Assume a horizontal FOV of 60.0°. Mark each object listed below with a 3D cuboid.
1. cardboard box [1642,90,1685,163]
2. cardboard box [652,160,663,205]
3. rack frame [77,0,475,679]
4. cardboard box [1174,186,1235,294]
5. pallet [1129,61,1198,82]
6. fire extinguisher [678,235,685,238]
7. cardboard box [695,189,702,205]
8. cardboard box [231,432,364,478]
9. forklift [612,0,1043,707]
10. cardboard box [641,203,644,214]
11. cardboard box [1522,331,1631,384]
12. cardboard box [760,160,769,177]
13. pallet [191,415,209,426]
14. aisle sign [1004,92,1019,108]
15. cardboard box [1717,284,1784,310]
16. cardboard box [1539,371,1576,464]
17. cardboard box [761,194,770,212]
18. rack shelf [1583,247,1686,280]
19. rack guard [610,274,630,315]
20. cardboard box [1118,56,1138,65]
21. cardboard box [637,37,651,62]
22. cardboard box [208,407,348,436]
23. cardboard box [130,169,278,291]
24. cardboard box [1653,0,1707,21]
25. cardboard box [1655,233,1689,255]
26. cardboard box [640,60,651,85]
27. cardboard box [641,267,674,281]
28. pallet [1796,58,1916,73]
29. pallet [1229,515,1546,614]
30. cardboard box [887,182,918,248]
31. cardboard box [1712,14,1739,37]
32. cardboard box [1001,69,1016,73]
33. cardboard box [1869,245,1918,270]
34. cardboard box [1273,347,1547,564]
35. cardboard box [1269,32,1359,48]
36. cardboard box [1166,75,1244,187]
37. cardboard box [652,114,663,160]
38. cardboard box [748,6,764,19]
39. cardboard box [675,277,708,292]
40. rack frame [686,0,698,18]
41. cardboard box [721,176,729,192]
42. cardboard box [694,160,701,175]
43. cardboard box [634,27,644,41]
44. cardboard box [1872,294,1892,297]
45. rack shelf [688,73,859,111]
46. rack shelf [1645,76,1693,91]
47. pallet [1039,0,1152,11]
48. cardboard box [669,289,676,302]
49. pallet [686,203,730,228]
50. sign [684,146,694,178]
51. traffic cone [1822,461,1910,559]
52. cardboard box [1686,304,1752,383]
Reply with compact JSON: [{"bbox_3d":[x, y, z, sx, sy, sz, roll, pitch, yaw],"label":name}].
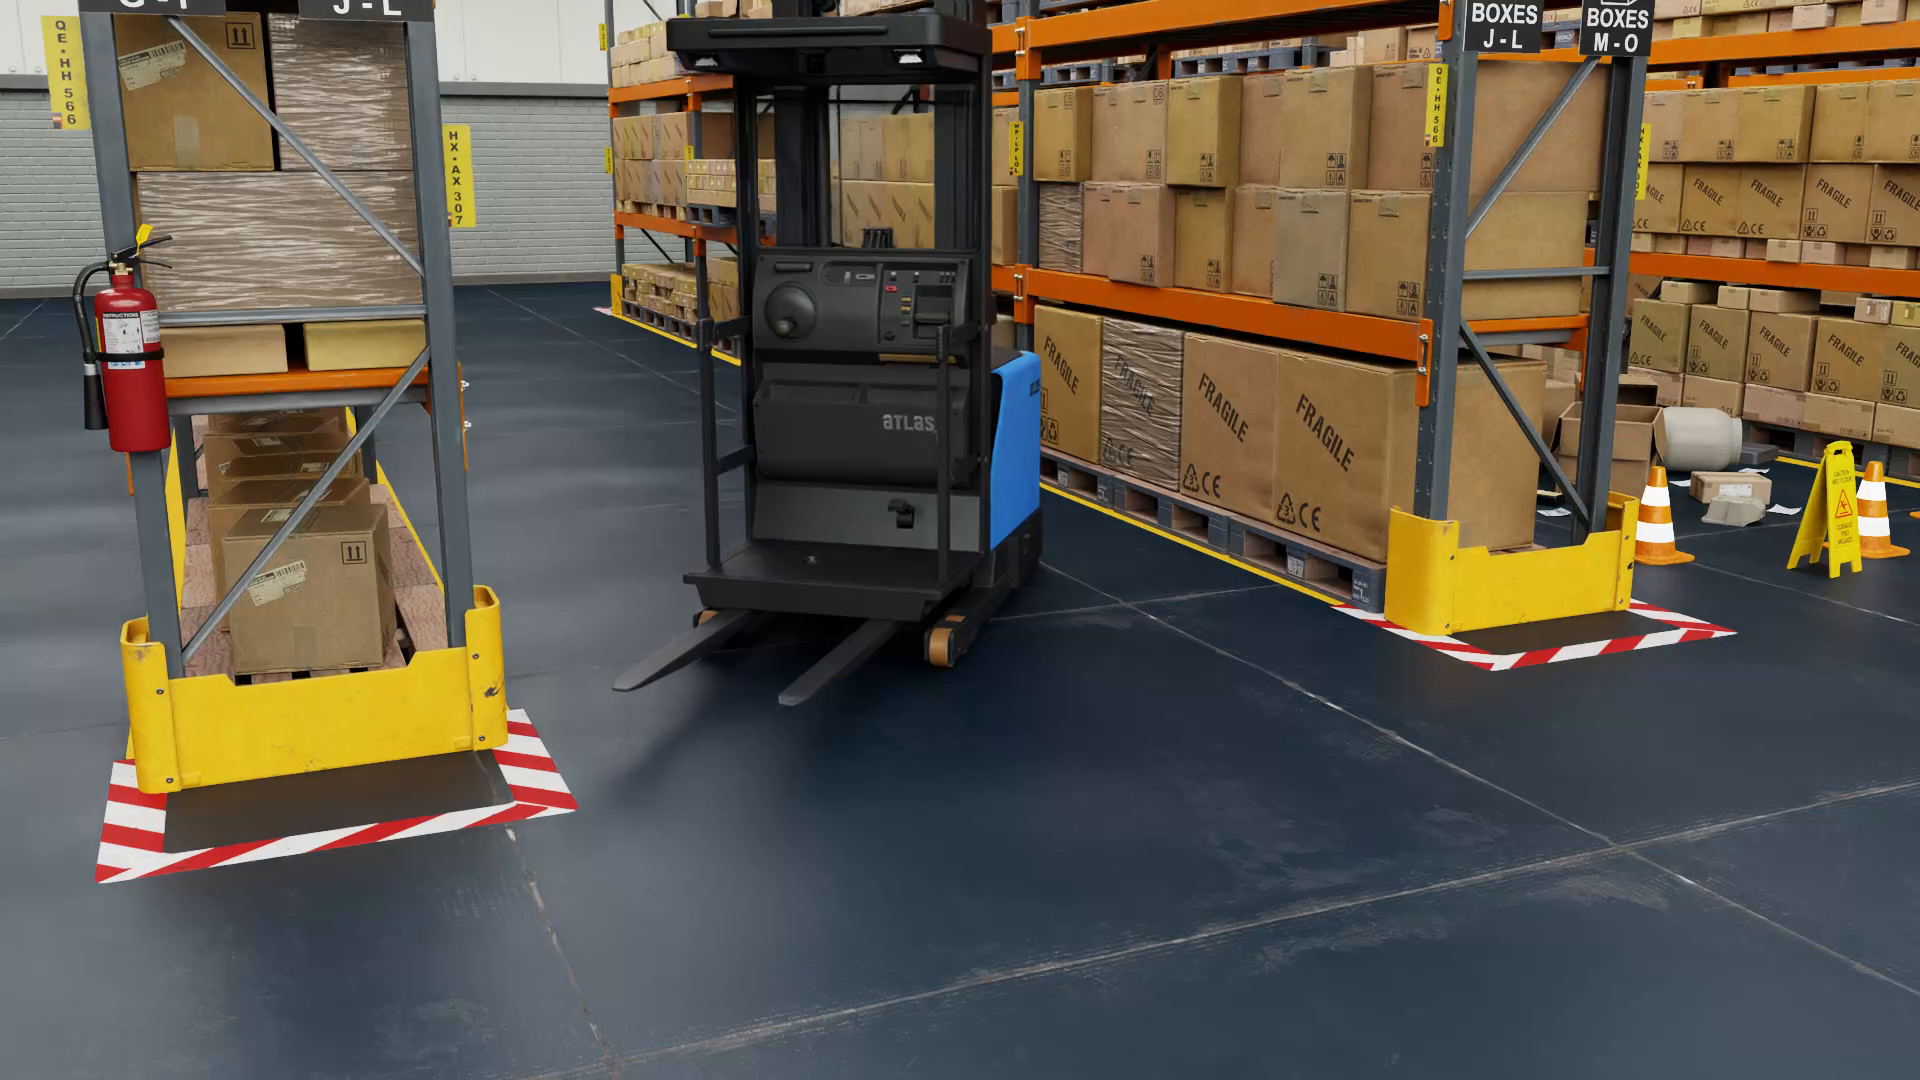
[{"bbox_3d":[5.320,-3.005,12.102,0.700,0.500,0.500,-6,14,-24],"label":"cardboard box"},{"bbox_3d":[-3.215,-4.098,19.042,0.500,0.500,0.500,-6,14,-23],"label":"cardboard box"},{"bbox_3d":[-2.135,-0.713,5.299,1.000,3.000,0.127,-6,14,-23],"label":"rack frame"},{"bbox_3d":[1.660,-1.630,8.930,0.875,0.550,0.500,-6,14,-23],"label":"cardboard box"},{"bbox_3d":[2.550,-5.271,18.763,0.805,0.209,1.217,-6,14,-25],"label":"pallet"},{"bbox_3d":[-3.637,-4.320,21.883,0.296,0.674,0.183,-6,14,-23],"label":"fire extinguisher"},{"bbox_3d":[-2.504,-3.522,17.061,0.380,0.149,0.250,-5,14,-22],"label":"cardboard box"},{"bbox_3d":[-3.057,-0.201,7.700,0.500,0.500,0.500,-7,15,-28],"label":"cardboard box"},{"bbox_3d":[-0.472,-1.012,6.741,1.130,2.935,3.031,4,13,15],"label":"forklift"},{"bbox_3d":[-3.702,-4.077,20.389,0.380,0.149,0.250,-5,14,-20],"label":"cardboard box"},{"bbox_3d":[5.130,-1.467,13.454,0.950,0.372,0.625,-5,14,-22],"label":"cardboard box"},{"bbox_3d":[-1.575,-3.331,14.917,0.380,0.149,0.250,-5,14,-21],"label":"cardboard box"},{"bbox_3d":[-5.028,-0.846,12.057,1.003,0.211,1.213,-6,14,-23],"label":"pallet"},{"bbox_3d":[0.791,-6.223,23.342,0.394,0.787,0.004,-6,14,-23],"label":"aisle sign"},{"bbox_3d":[5.534,-1.698,11.617,0.380,0.149,0.250,-5,14,-21],"label":"cardboard box"},{"bbox_3d":[3.539,-0.785,10.844,0.797,0.637,0.503,-6,14,-23],"label":"cardboard box"},{"bbox_3d":[-1.575,-3.040,14.980,0.380,0.149,0.250,-5,14,-22],"label":"cardboard box"},{"bbox_3d":[4.541,-2.497,14.604,1.077,0.370,4.000,-6,14,-23],"label":"rack shelf"},{"bbox_3d":[-3.929,-3.212,21.641,1.175,0.500,0.348,-6,14,-23],"label":"rack guard"},{"bbox_3d":[2.018,-5.553,18.925,0.396,0.266,0.258,-6,14,-23],"label":"cardboard box"},{"bbox_3d":[-3.416,-5.646,19.184,0.500,0.250,0.500,-6,14,-25],"label":"cardboard box"},{"bbox_3d":[-3.964,-0.665,9.659,0.700,0.500,0.500,-7,15,-27],"label":"cardboard box"},{"bbox_3d":[-2.641,-1.115,6.156,0.875,0.500,0.500,-6,14,-23],"label":"cardboard box"},{"bbox_3d":[5.268,-3.852,11.883,0.500,0.250,0.500,-6,14,-24],"label":"cardboard box"},{"bbox_3d":[5.324,-2.171,12.154,0.380,0.149,0.250,-5,14,-21],"label":"cardboard box"},{"bbox_3d":[-3.392,-5.396,19.214,0.500,0.250,0.500,-6,14,-23],"label":"cardboard box"},{"bbox_3d":[-3.681,-3.259,20.371,0.380,0.149,0.250,-6,14,-26],"label":"cardboard box"},{"bbox_3d":[9.091,-4.717,16.364,1.003,0.211,1.213,-5,14,-20],"label":"pallet"},{"bbox_3d":[2.058,0.060,8.142,1.003,0.211,1.213,-6,14,-23],"label":"pallet"},{"bbox_3d":[-0.217,-2.413,12.420,0.500,0.500,0.500,-6,14,-24],"label":"cardboard box"},{"bbox_3d":[5.497,-3.587,11.620,0.380,0.149,0.250,-6,14,-23],"label":"cardboard box"},{"bbox_3d":[0.761,-6.261,22.020,0.380,0.149,0.250,-5,14,-21],"label":"cardboard box"},{"bbox_3d":[6.023,-1.802,10.560,0.380,0.149,0.250,-6,14,-24],"label":"cardboard box"},{"bbox_3d":[2.118,-0.444,7.917,0.875,0.875,0.875,-6,14,-23],"label":"cardboard box"},{"bbox_3d":[3.451,-5.042,16.189,0.797,0.503,0.637,-7,15,-26],"label":"cardboard box"},{"bbox_3d":[1.601,-2.151,8.783,0.875,0.550,0.500,-6,14,-23],"label":"cardboard box"},{"bbox_3d":[-3.197,-4.586,18.935,0.500,0.500,0.500,-5,14,-21],"label":"cardboard box"},{"bbox_3d":[-1.625,-4.604,15.236,0.500,0.500,0.500,-6,14,-23],"label":"cardboard box"},{"bbox_3d":[-2.983,-2.875,18.712,0.380,0.149,0.250,-6,14,-23],"label":"cardboard box"},{"bbox_3d":[-2.357,-6.542,17.180,1.000,3.000,0.127,-6,14,-23],"label":"rack frame"},{"bbox_3d":[-2.091,-3.453,16.104,0.380,0.149,0.250,-6,14,-24],"label":"cardboard box"},{"bbox_3d":[-2.503,-3.812,16.993,0.380,0.149,0.250,-5,14,-21],"label":"cardboard box"},{"bbox_3d":[-3.595,-5.911,19.443,0.380,0.149,0.250,-5,14,-21],"label":"cardboard box"},{"bbox_3d":[9.366,-2.199,16.055,0.875,0.625,0.625,-6,14,-24],"label":"cardboard box"},{"bbox_3d":[-1.556,-4.317,15.814,1.077,0.370,4.000,-6,14,-23],"label":"rack shelf"},{"bbox_3d":[7.486,-5.234,19.777,1.077,0.370,4.000,-6,14,-23],"label":"rack shelf"},{"bbox_3d":[1.166,-3.215,9.653,1.003,0.211,1.213,-6,14,-23],"label":"pallet"},{"bbox_3d":[-3.148,-2.837,19.205,0.380,0.149,0.250,-5,14,-22],"label":"cardboard box"},{"bbox_3d":[-2.184,-3.355,17.139,1.003,0.211,1.213,-6,14,-23],"label":"pallet"},{"bbox_3d":[-2.851,-3.991,17.541,0.100,0.325,0.005,-6,14,-23],"label":"sign"},{"bbox_3d":[4.710,-0.174,8.596,0.336,0.463,0.334,-6,14,-23],"label":"traffic cone"},{"bbox_3d":[5.557,-1.409,11.810,0.500,0.500,0.500,-5,14,-21],"label":"cardboard box"}]
